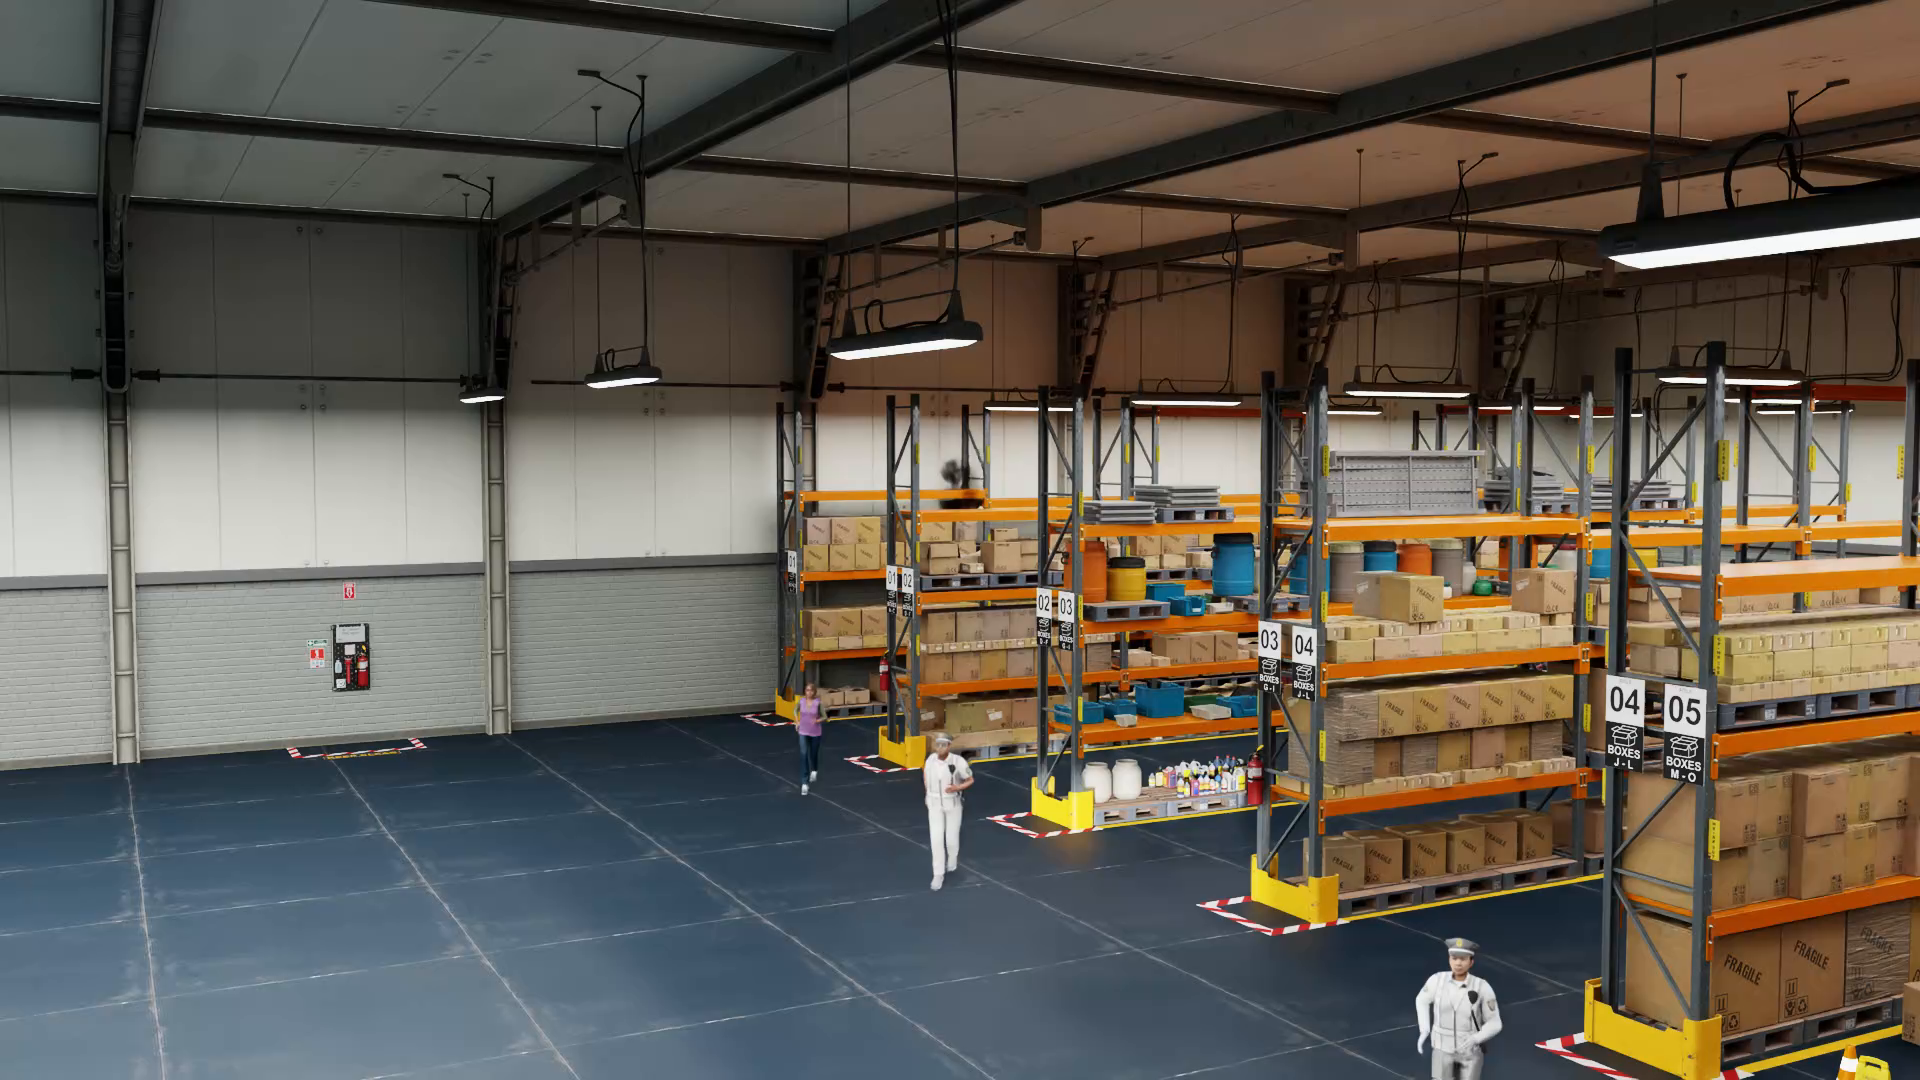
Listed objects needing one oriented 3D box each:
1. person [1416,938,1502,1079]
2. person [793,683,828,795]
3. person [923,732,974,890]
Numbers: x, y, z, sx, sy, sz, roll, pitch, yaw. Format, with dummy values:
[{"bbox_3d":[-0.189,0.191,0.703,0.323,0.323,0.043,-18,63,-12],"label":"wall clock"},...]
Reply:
[{"bbox_3d":[3.534,3.661,11.878,0.598,1.653,0.536,1,3,22],"label":"person"},{"bbox_3d":[-2.250,2.943,24.974,0.537,1.614,0.856,0,3,-1],"label":"person"},{"bbox_3d":[-0.153,3.163,19.728,0.646,1.805,0.893,1,3,10],"label":"person"}]
